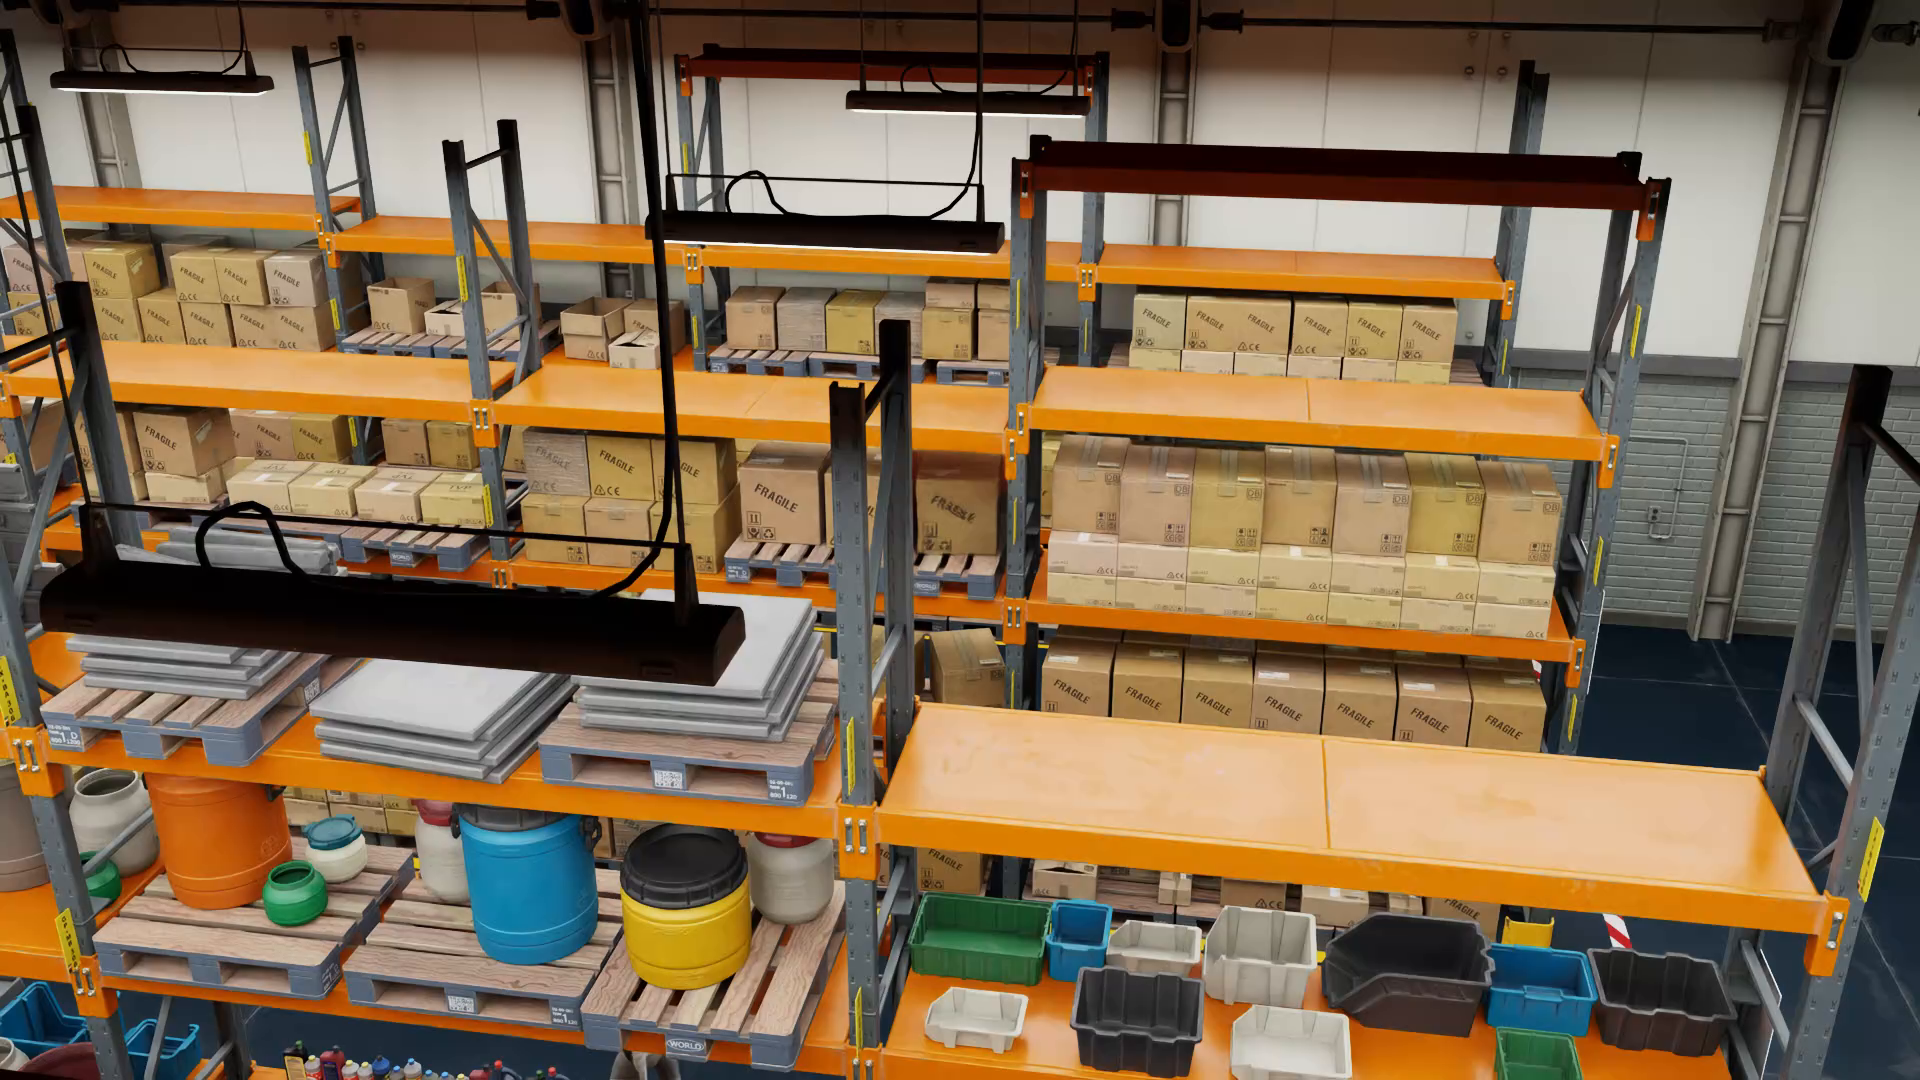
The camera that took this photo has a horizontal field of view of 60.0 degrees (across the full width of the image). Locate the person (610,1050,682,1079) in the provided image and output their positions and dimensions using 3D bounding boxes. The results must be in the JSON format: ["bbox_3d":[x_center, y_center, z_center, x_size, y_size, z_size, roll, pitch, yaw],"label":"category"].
[{"bbox_3d":[-2.089,3.205,10.661,0.880,1.637,0.500,9,25,20],"label":"person"}]

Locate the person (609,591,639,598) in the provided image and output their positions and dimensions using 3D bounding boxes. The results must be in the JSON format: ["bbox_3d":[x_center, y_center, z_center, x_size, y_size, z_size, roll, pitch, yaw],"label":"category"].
[{"bbox_3d":[-3.153,0.889,16.176,0.600,1.654,0.545,-2,23,-4],"label":"person"}]
